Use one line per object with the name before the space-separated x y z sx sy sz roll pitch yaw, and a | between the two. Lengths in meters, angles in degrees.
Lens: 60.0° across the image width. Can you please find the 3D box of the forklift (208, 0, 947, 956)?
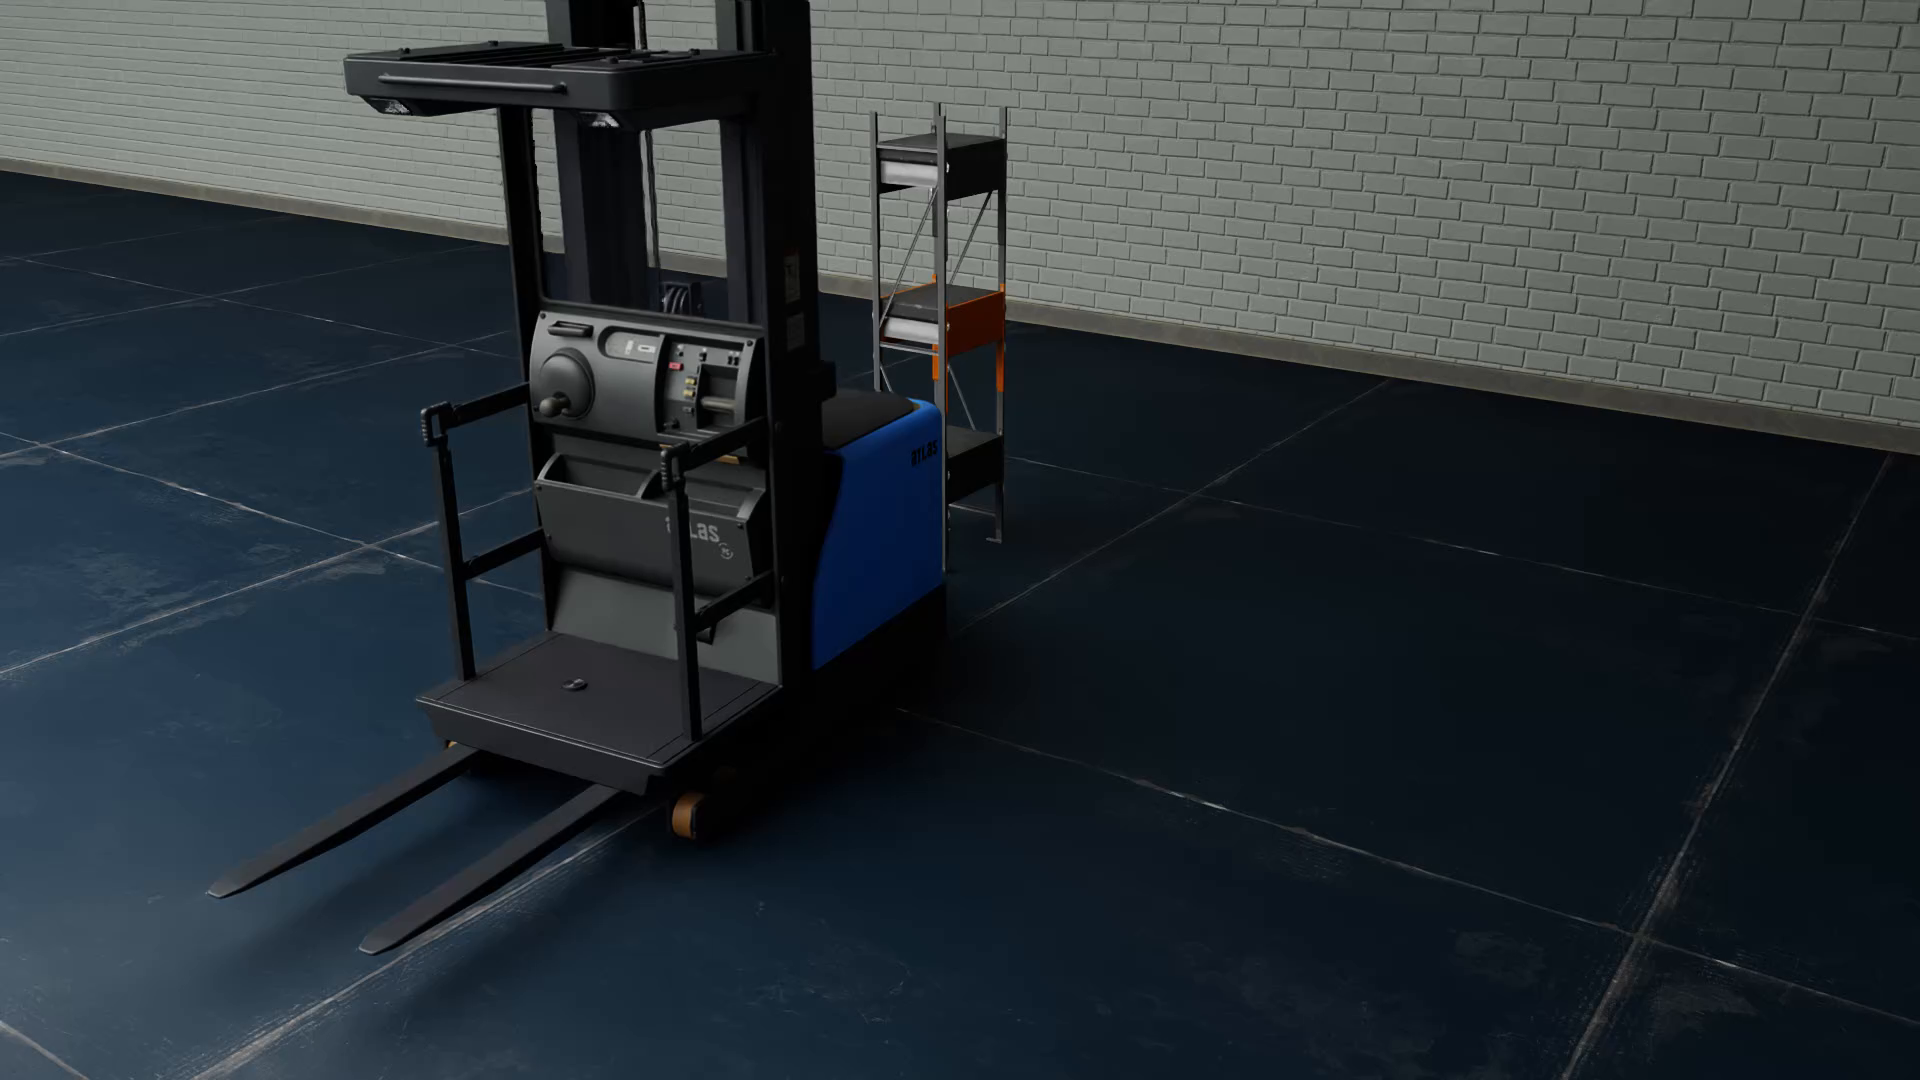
forklift | -1.192 -0.548 5.522 1.130 2.935 3.031 10 23 26

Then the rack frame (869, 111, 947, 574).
rack frame | -0.230 -0.867 7.583 0.400 2.100 0.015 13 24 32

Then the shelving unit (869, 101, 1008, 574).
shelving unit | -0.093 -0.937 7.772 0.431 2.100 0.503 13 24 32

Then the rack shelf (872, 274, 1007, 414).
rack shelf | -0.093 -0.925 7.777 0.431 0.518 0.480 13 24 32

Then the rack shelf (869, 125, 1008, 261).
rack shelf | -0.093 -1.581 7.534 0.431 0.518 0.480 13 24 32

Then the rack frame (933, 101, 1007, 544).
rack frame | 0.044 -1.007 7.962 0.400 2.100 0.015 13 24 32

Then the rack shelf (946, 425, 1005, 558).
rack shelf | -0.093 -0.268 8.020 0.431 0.518 0.480 13 24 32
